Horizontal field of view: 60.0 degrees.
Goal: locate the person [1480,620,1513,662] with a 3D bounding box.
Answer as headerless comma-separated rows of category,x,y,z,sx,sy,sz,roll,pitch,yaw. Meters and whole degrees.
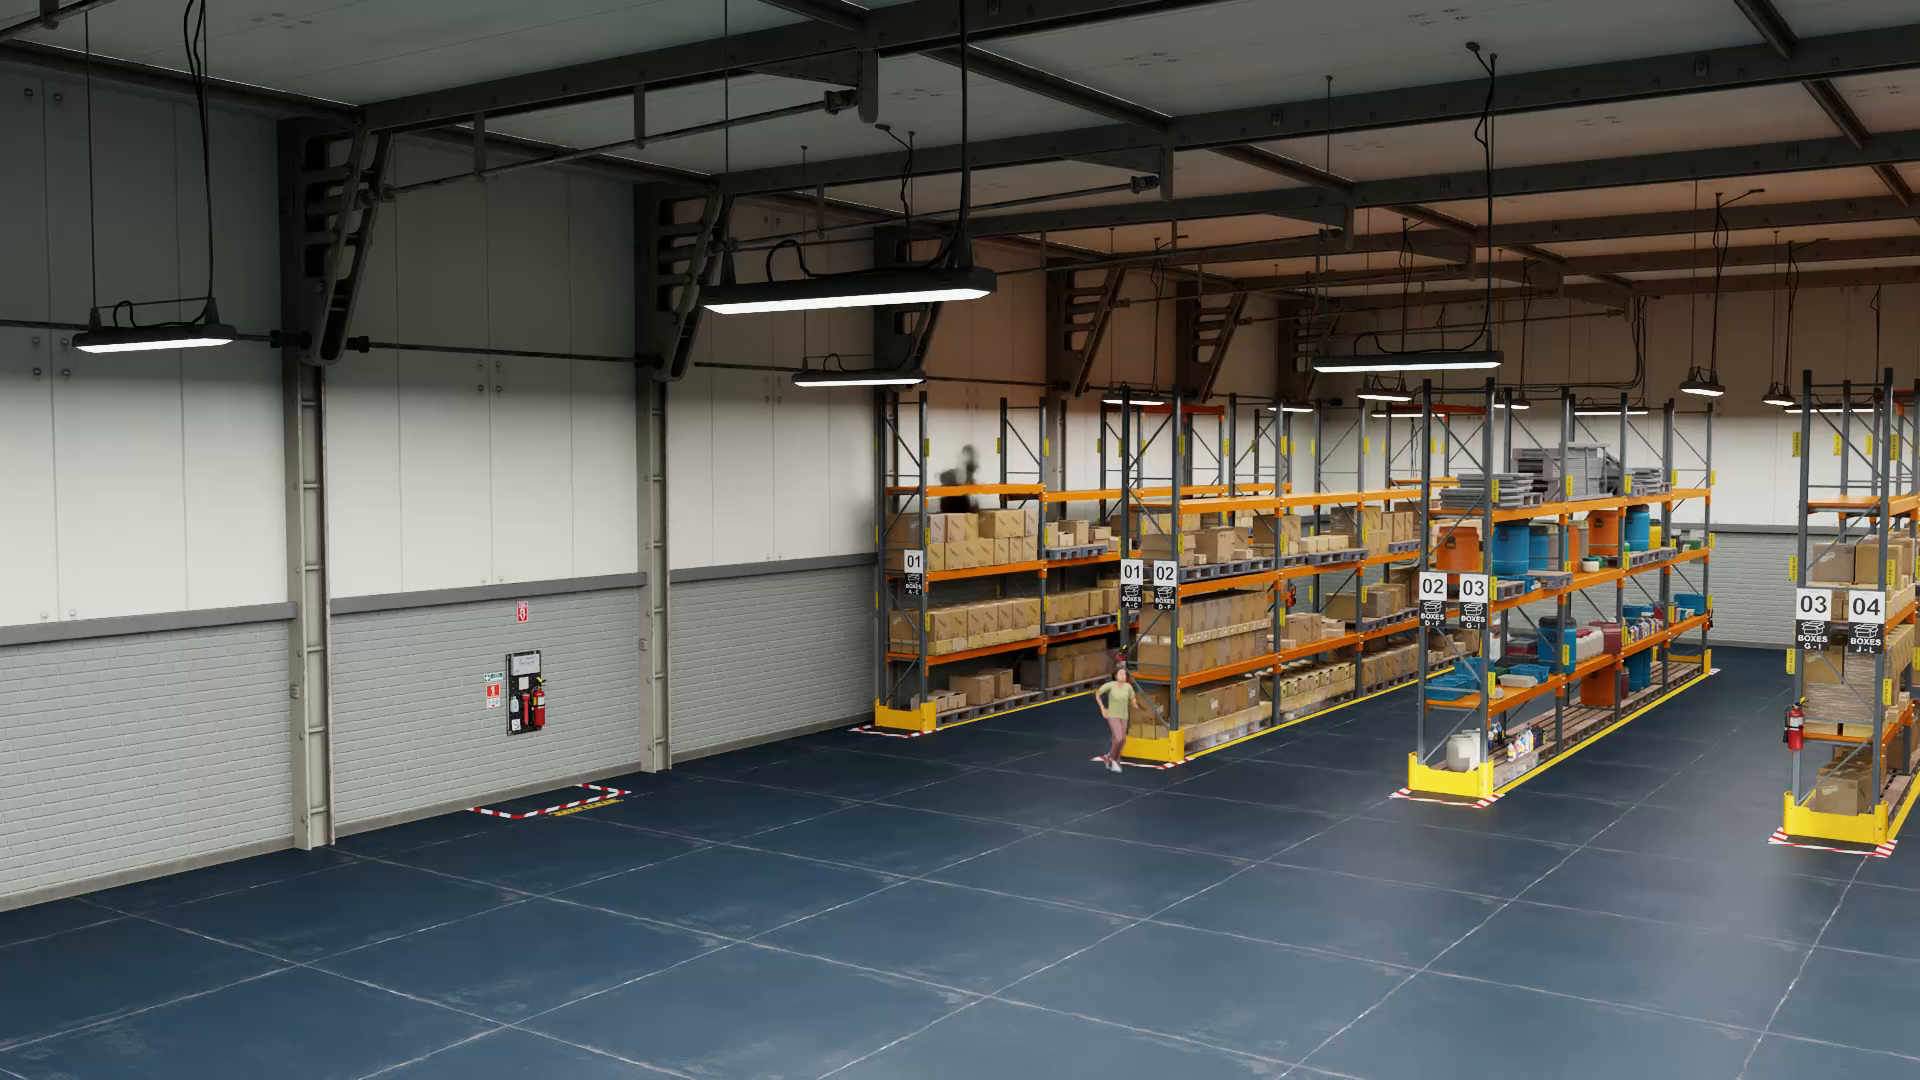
person,10.228,2.389,31.636,0.696,1.744,0.761,3,4,38

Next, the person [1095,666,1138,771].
person,2.412,2.707,25.219,0.611,1.615,0.636,-1,3,-22
